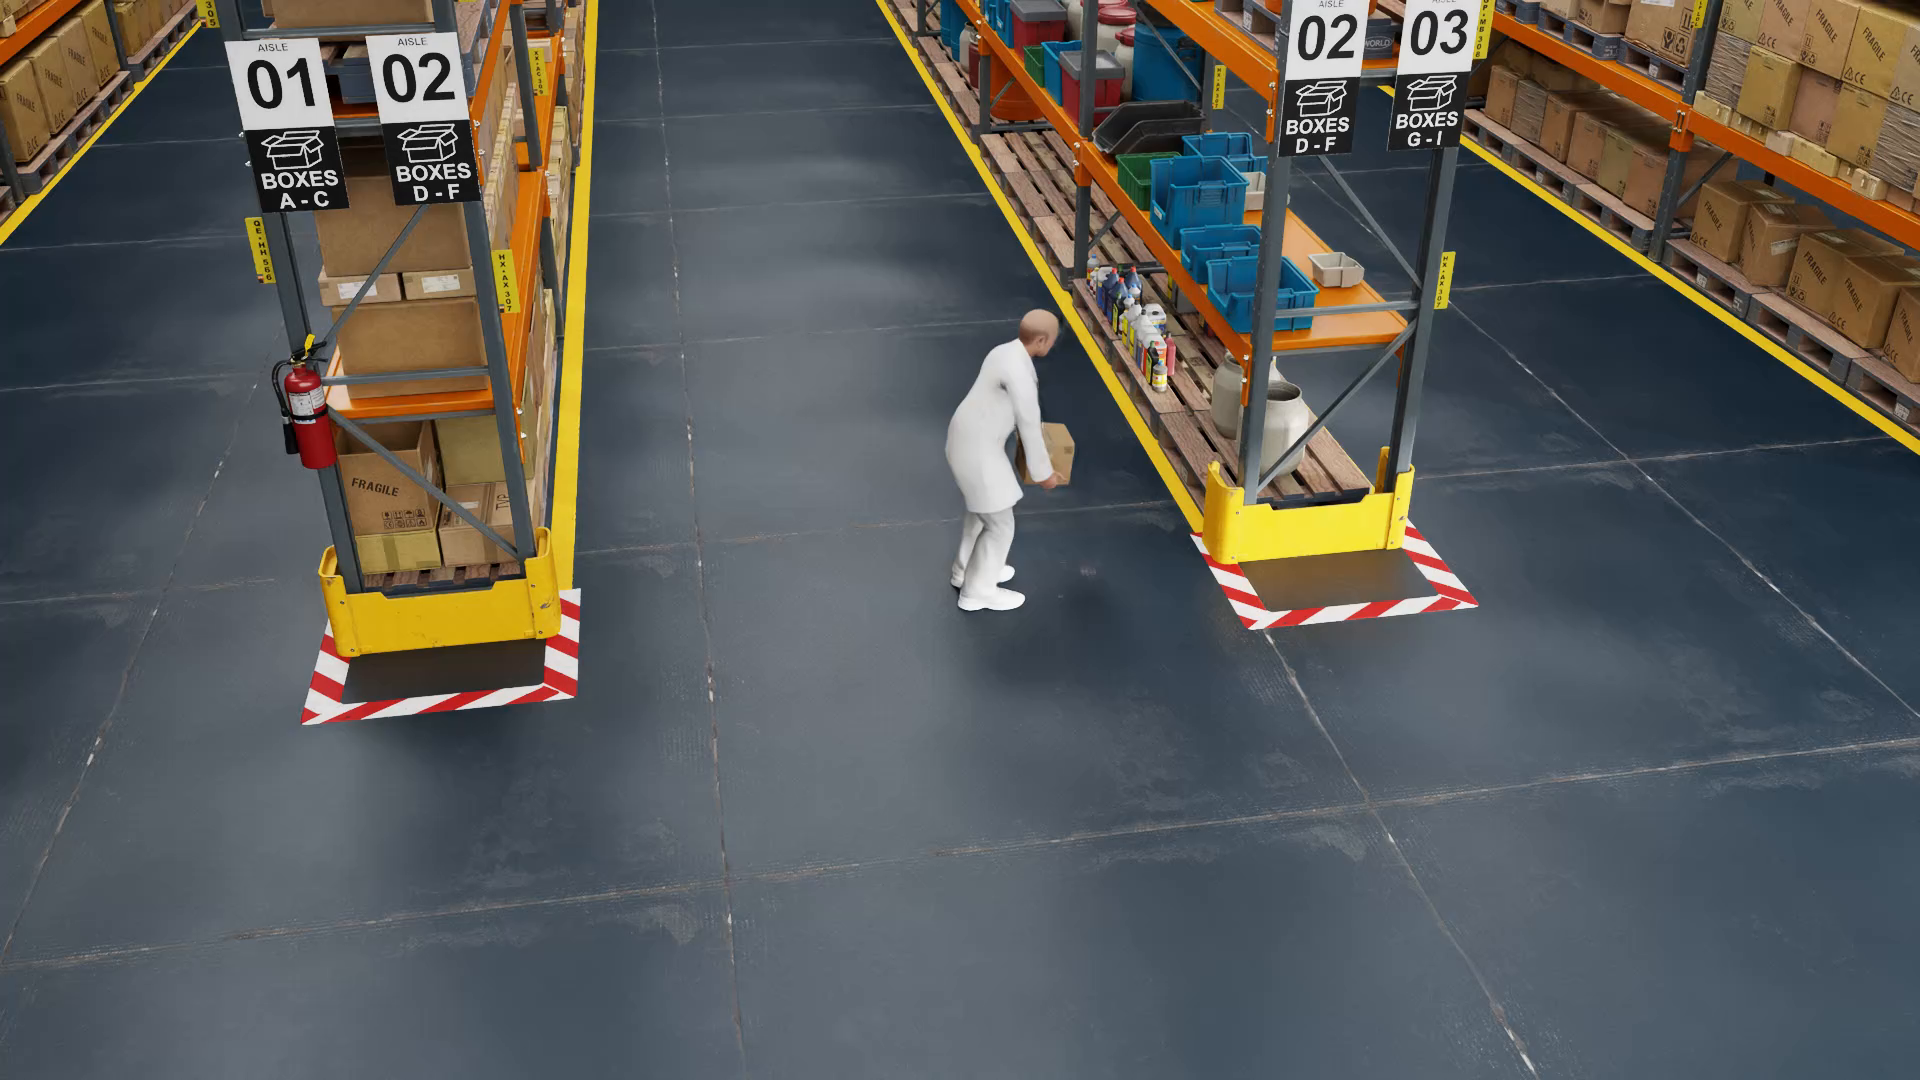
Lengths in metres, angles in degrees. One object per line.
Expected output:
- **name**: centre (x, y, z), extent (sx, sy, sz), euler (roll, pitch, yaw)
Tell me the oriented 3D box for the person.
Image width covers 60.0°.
- **person**: centre (0.241, -0.433, 8.992), extent (0.634, 1.689, 0.544), euler (-6, 31, -10)
